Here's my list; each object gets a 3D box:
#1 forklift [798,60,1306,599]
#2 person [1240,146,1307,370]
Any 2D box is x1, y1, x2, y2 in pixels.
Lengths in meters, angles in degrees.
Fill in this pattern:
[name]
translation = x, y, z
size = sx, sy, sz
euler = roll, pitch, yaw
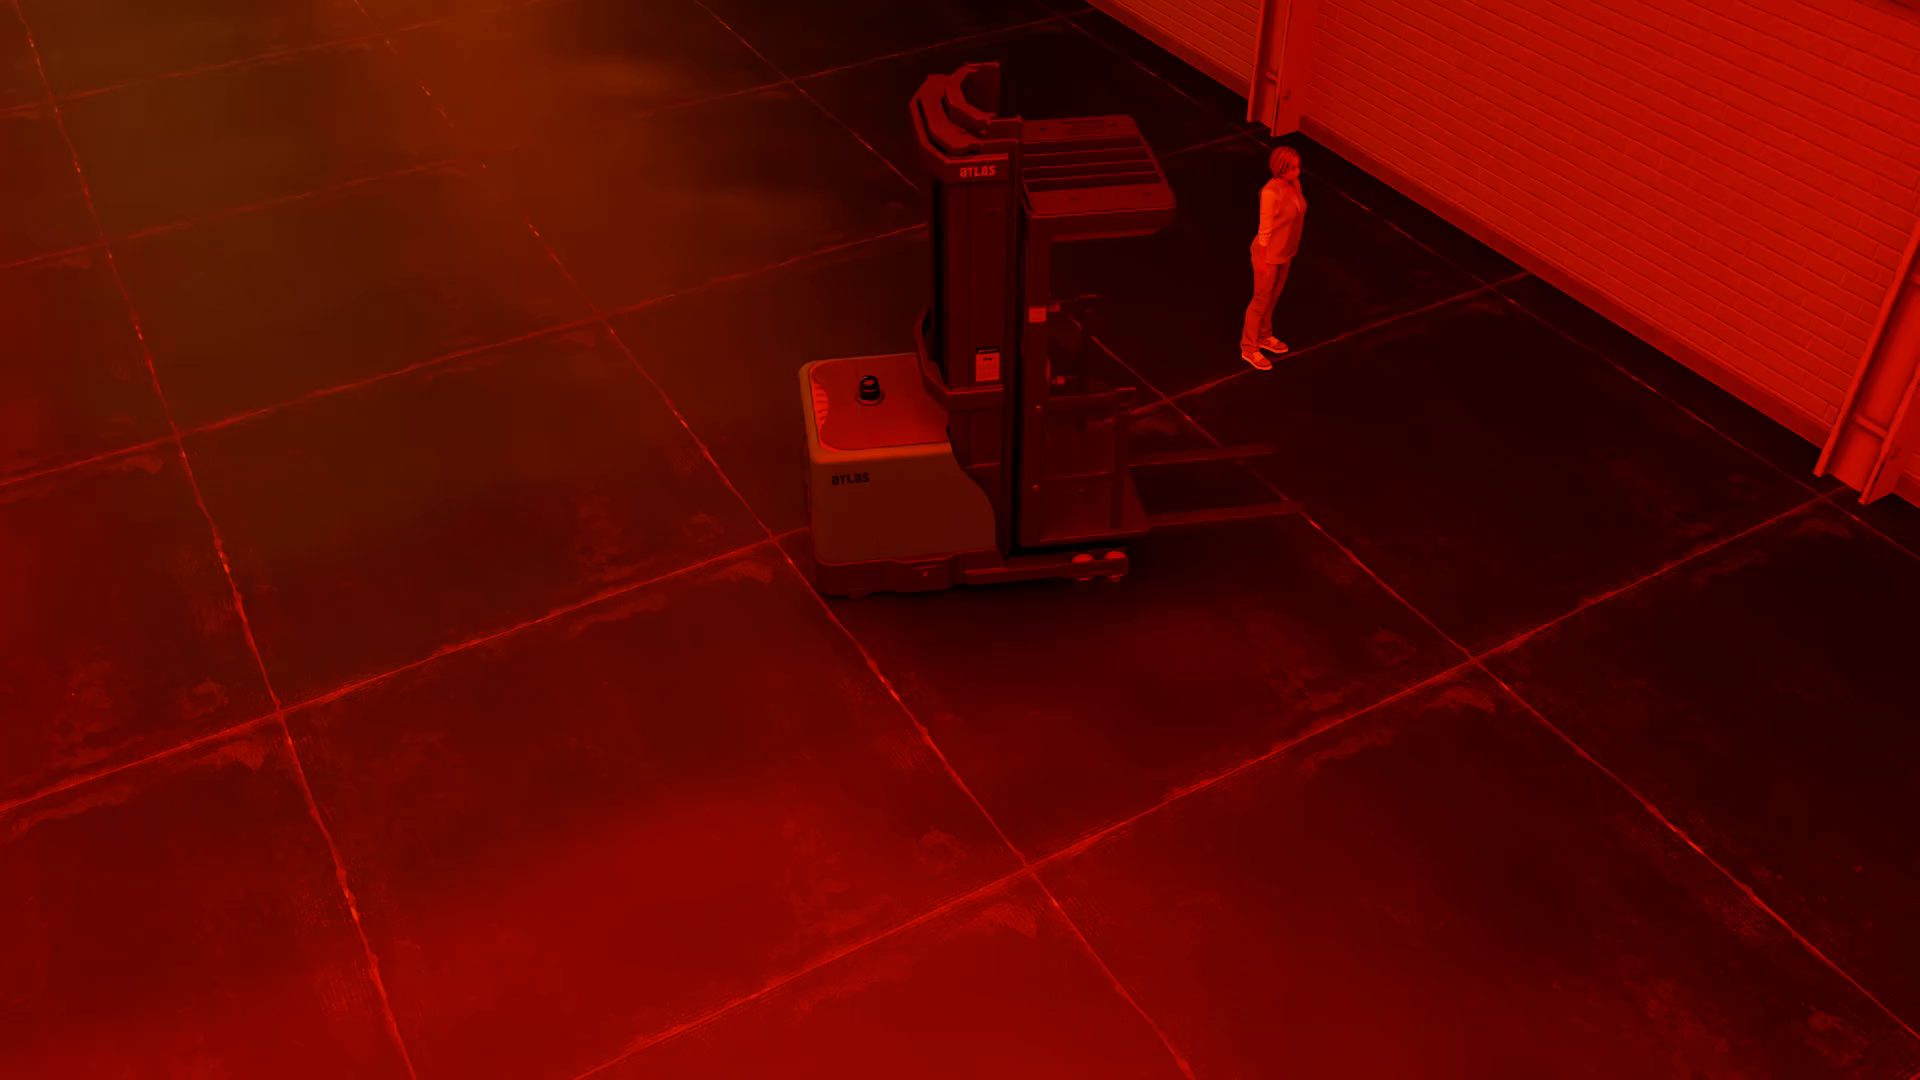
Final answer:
[forklift]
translation = 0.581, -1.209, 9.494
size = 3.031, 2.935, 1.130
euler = -6, 40, -7
[person]
translation = 2.169, -1.954, 11.447
size = 0.328, 1.587, 0.410
euler = 25, 46, 27
